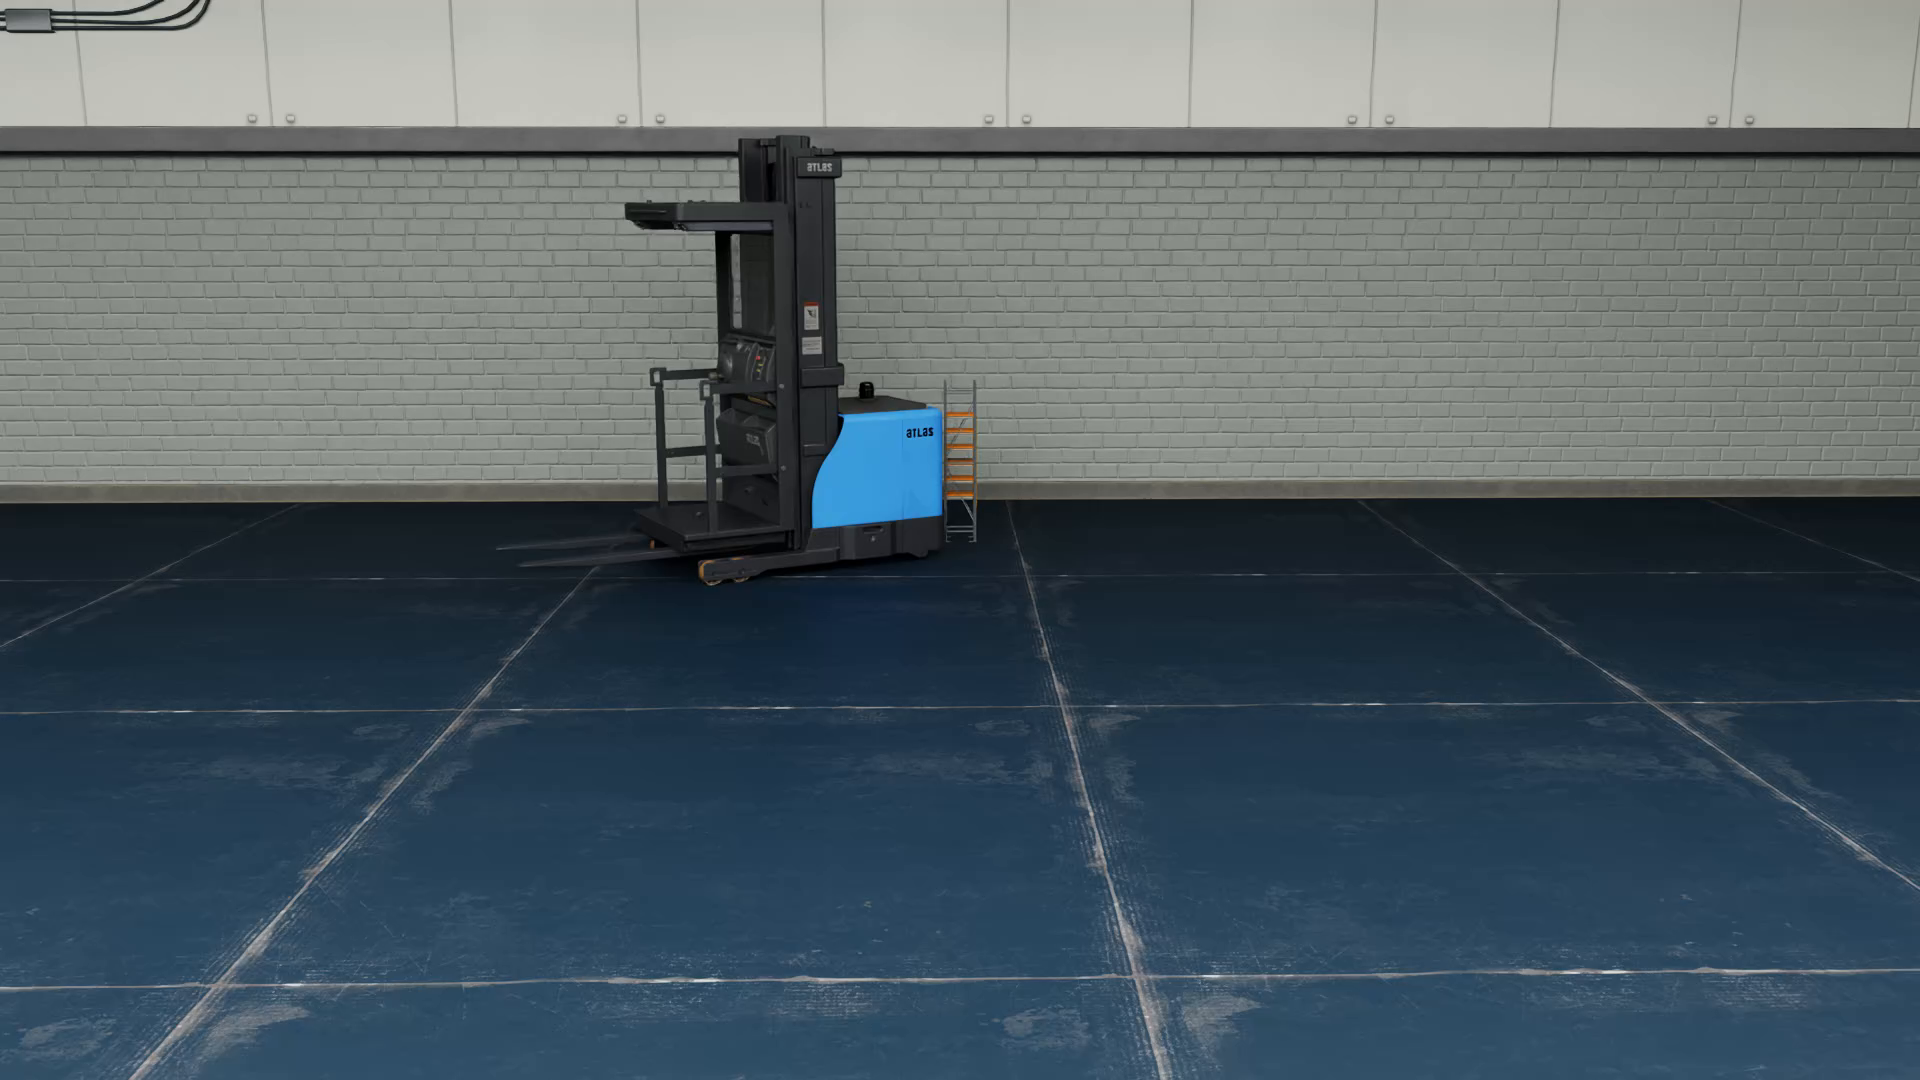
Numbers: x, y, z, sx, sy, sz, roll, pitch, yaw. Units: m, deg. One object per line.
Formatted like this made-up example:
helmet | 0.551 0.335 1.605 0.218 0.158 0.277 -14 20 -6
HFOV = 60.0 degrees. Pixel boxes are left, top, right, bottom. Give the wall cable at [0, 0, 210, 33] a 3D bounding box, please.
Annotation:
wall cable | -7.104 -6.383 12.837 2.305 6.003 0.169 0 11 -1

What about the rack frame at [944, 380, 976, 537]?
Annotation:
rack frame | -0.002 -0.609 12.544 0.240 1.200 0.006 0 11 -1

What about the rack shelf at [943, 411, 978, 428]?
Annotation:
rack shelf | 0.000 -0.900 12.391 0.258 0.103 0.180 0 11 -1

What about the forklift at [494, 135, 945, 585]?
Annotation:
forklift | -1.649 -1.255 11.371 3.031 2.935 1.130 -6 13 -28

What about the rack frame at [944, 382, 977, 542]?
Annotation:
rack frame | 0.002 -0.573 12.364 0.240 1.200 0.006 0 11 -1

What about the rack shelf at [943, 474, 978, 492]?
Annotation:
rack shelf | 0.000 -0.430 12.487 0.258 0.103 0.180 0 11 -1

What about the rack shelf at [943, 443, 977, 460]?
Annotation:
rack shelf | 0.000 -0.665 12.439 0.258 0.103 0.180 0 11 -1

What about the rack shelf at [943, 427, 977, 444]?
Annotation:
rack shelf | 0.000 -0.783 12.415 0.258 0.103 0.180 0 11 -1

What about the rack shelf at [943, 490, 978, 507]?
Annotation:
rack shelf | 0.000 -0.312 12.511 0.258 0.103 0.180 0 11 -1

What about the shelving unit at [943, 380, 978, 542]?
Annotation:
shelving unit | 0.000 -0.591 12.454 0.258 1.200 0.189 0 11 -1

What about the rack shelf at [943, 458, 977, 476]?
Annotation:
rack shelf | 0.000 -0.547 12.463 0.258 0.103 0.180 0 11 -1
